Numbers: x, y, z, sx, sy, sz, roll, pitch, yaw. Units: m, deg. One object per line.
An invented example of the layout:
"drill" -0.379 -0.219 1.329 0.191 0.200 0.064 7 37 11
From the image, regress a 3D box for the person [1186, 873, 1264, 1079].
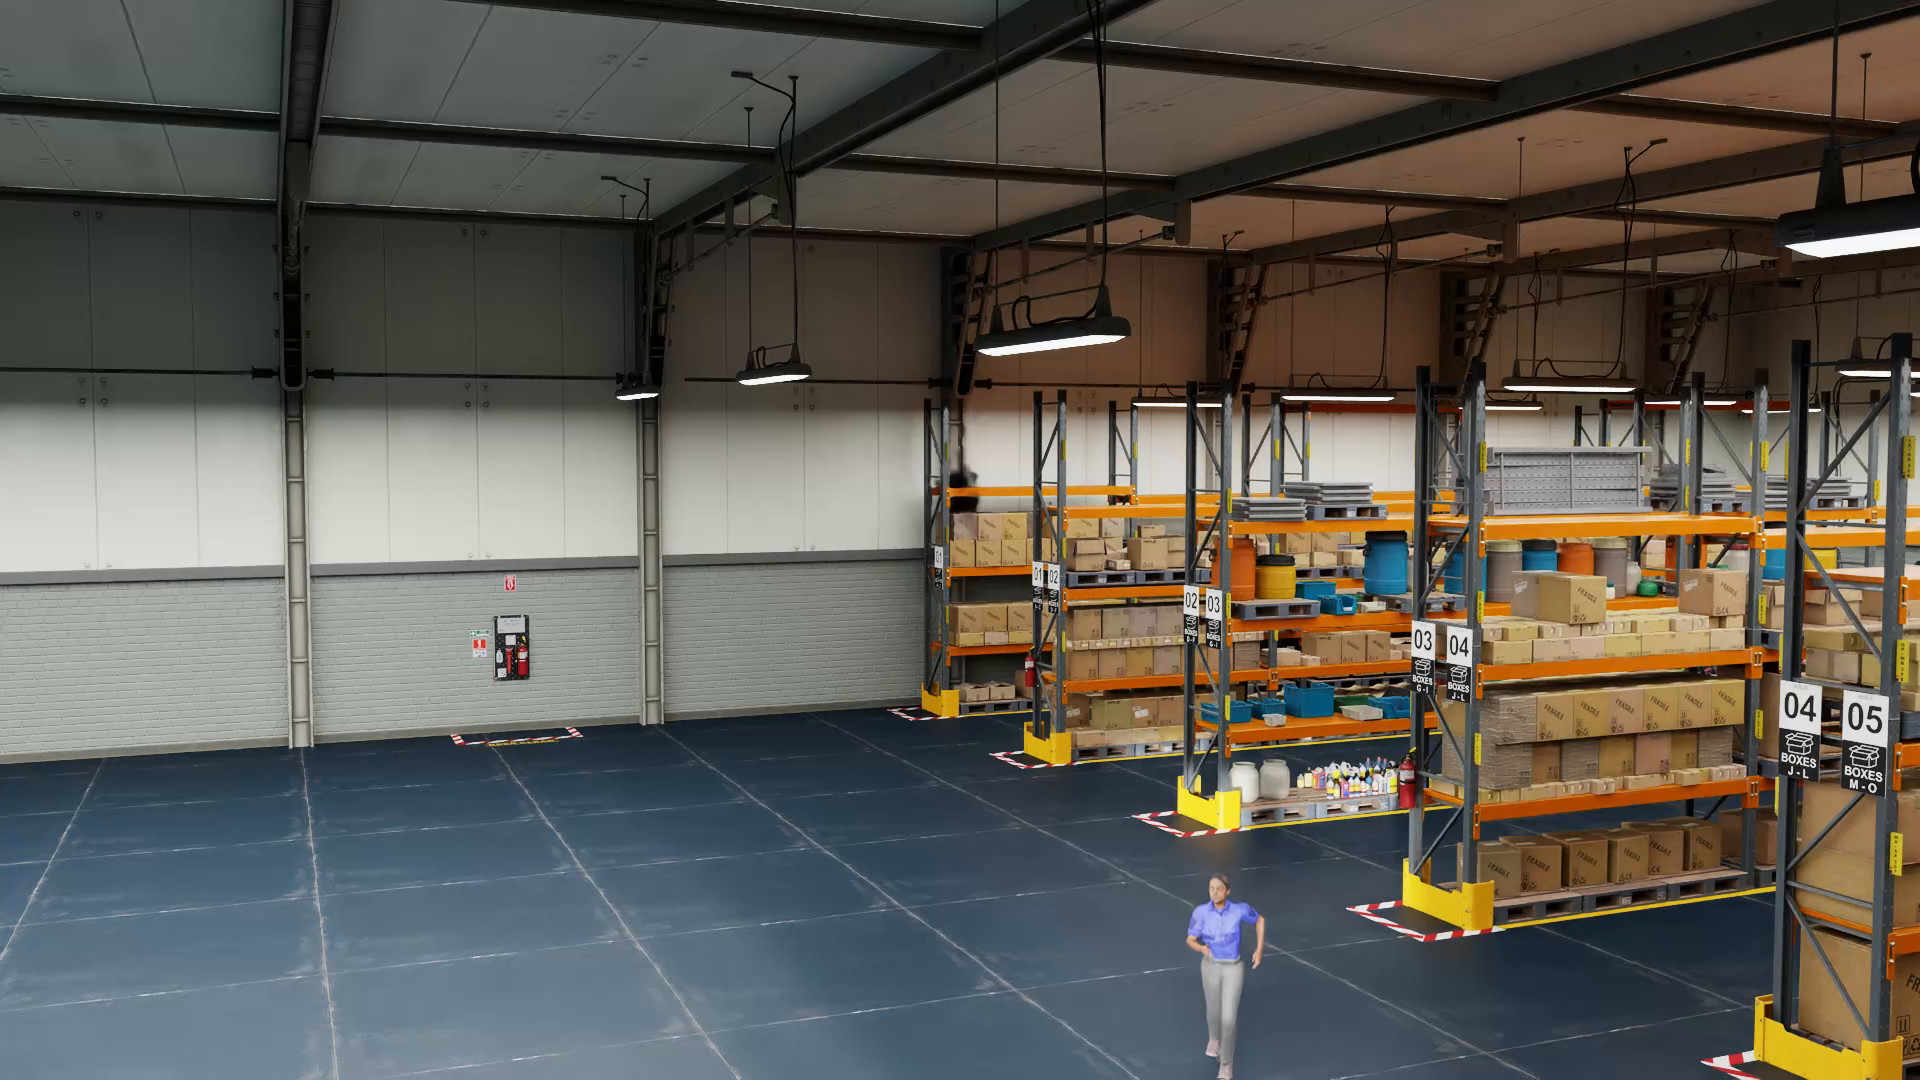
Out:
"person" 2.158 3.545 13.561 0.586 1.693 0.880 1 4 20
